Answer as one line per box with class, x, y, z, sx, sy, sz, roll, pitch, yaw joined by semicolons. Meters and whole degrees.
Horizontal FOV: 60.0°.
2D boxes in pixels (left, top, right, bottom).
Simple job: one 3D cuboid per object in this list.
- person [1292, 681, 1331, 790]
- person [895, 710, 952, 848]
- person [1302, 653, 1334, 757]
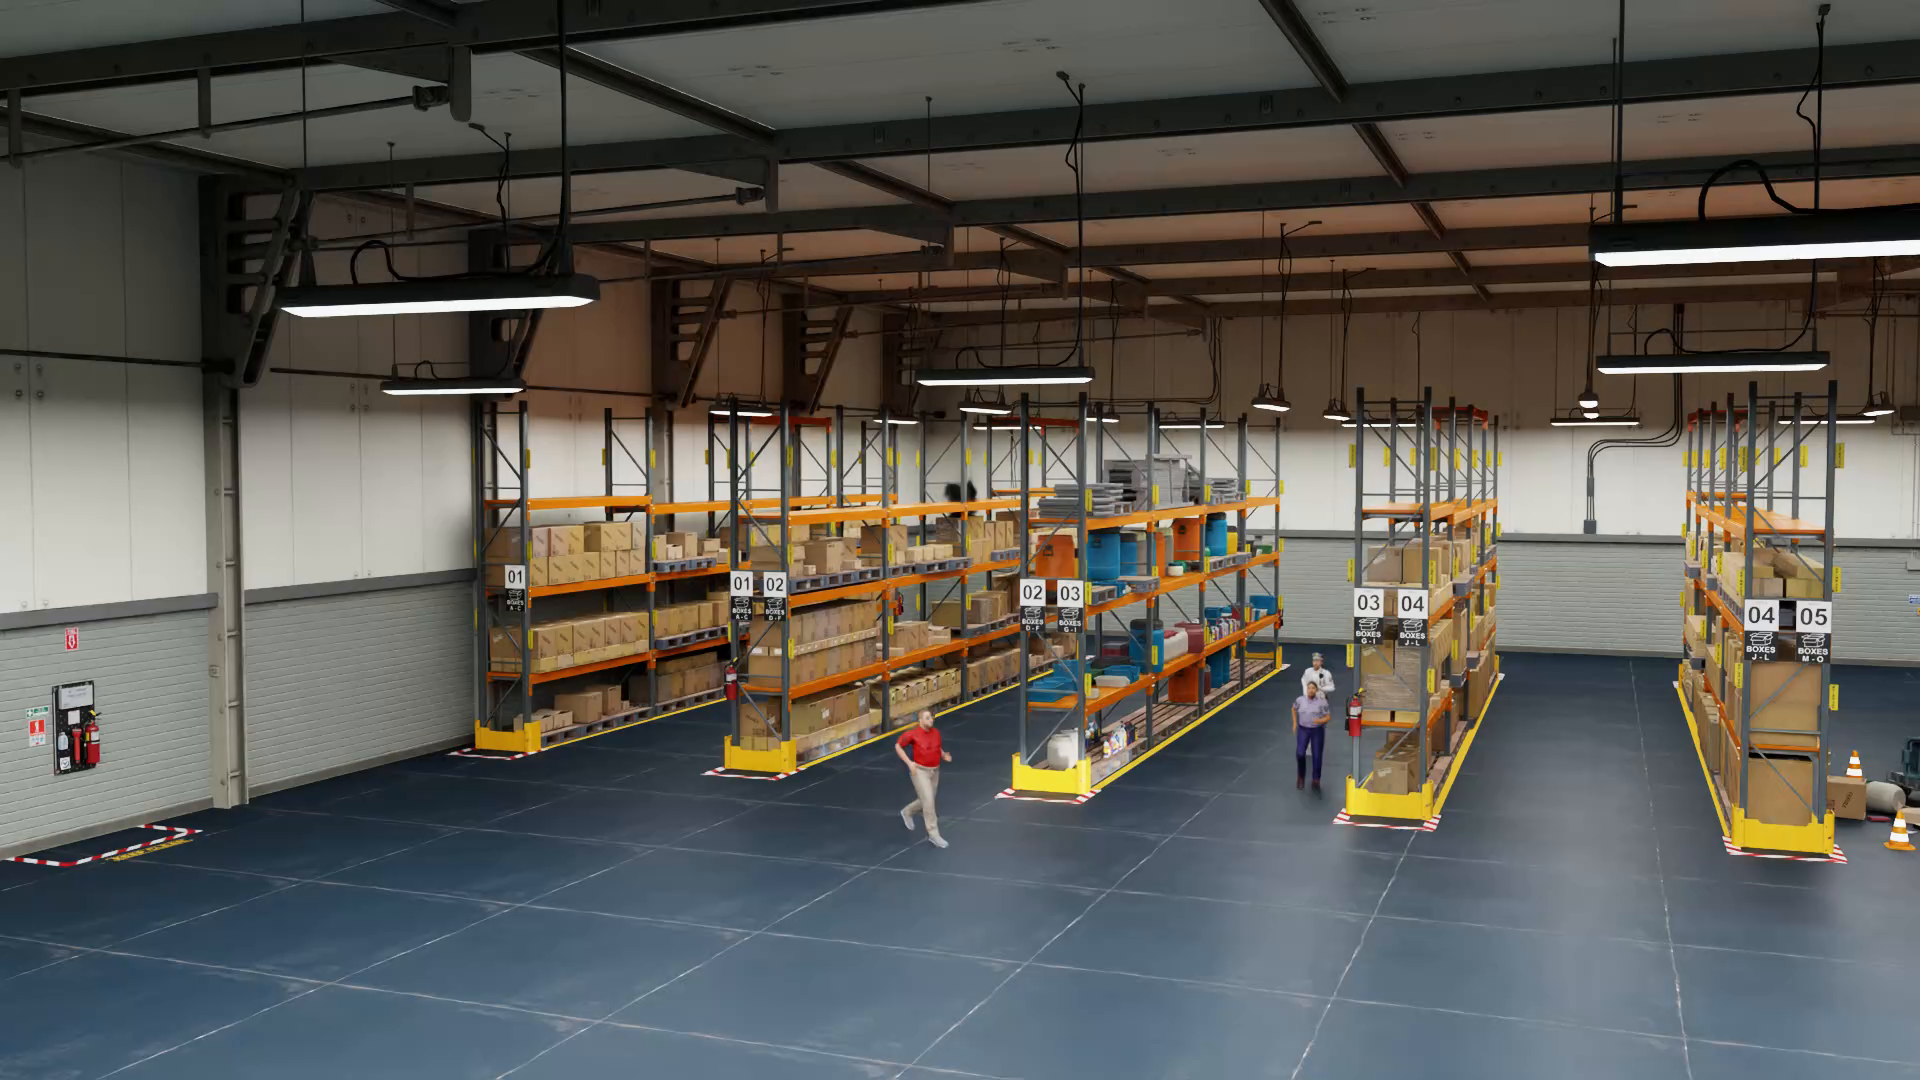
person;5.309;2.964;25.182;0.601;1.650;0.737;1;3;16
person;-0.473;3.086;21.758;0.966;1.736;0.663;3;4;44
person;6.077;2.775;28.304;0.602;1.744;0.817;1;3;23
